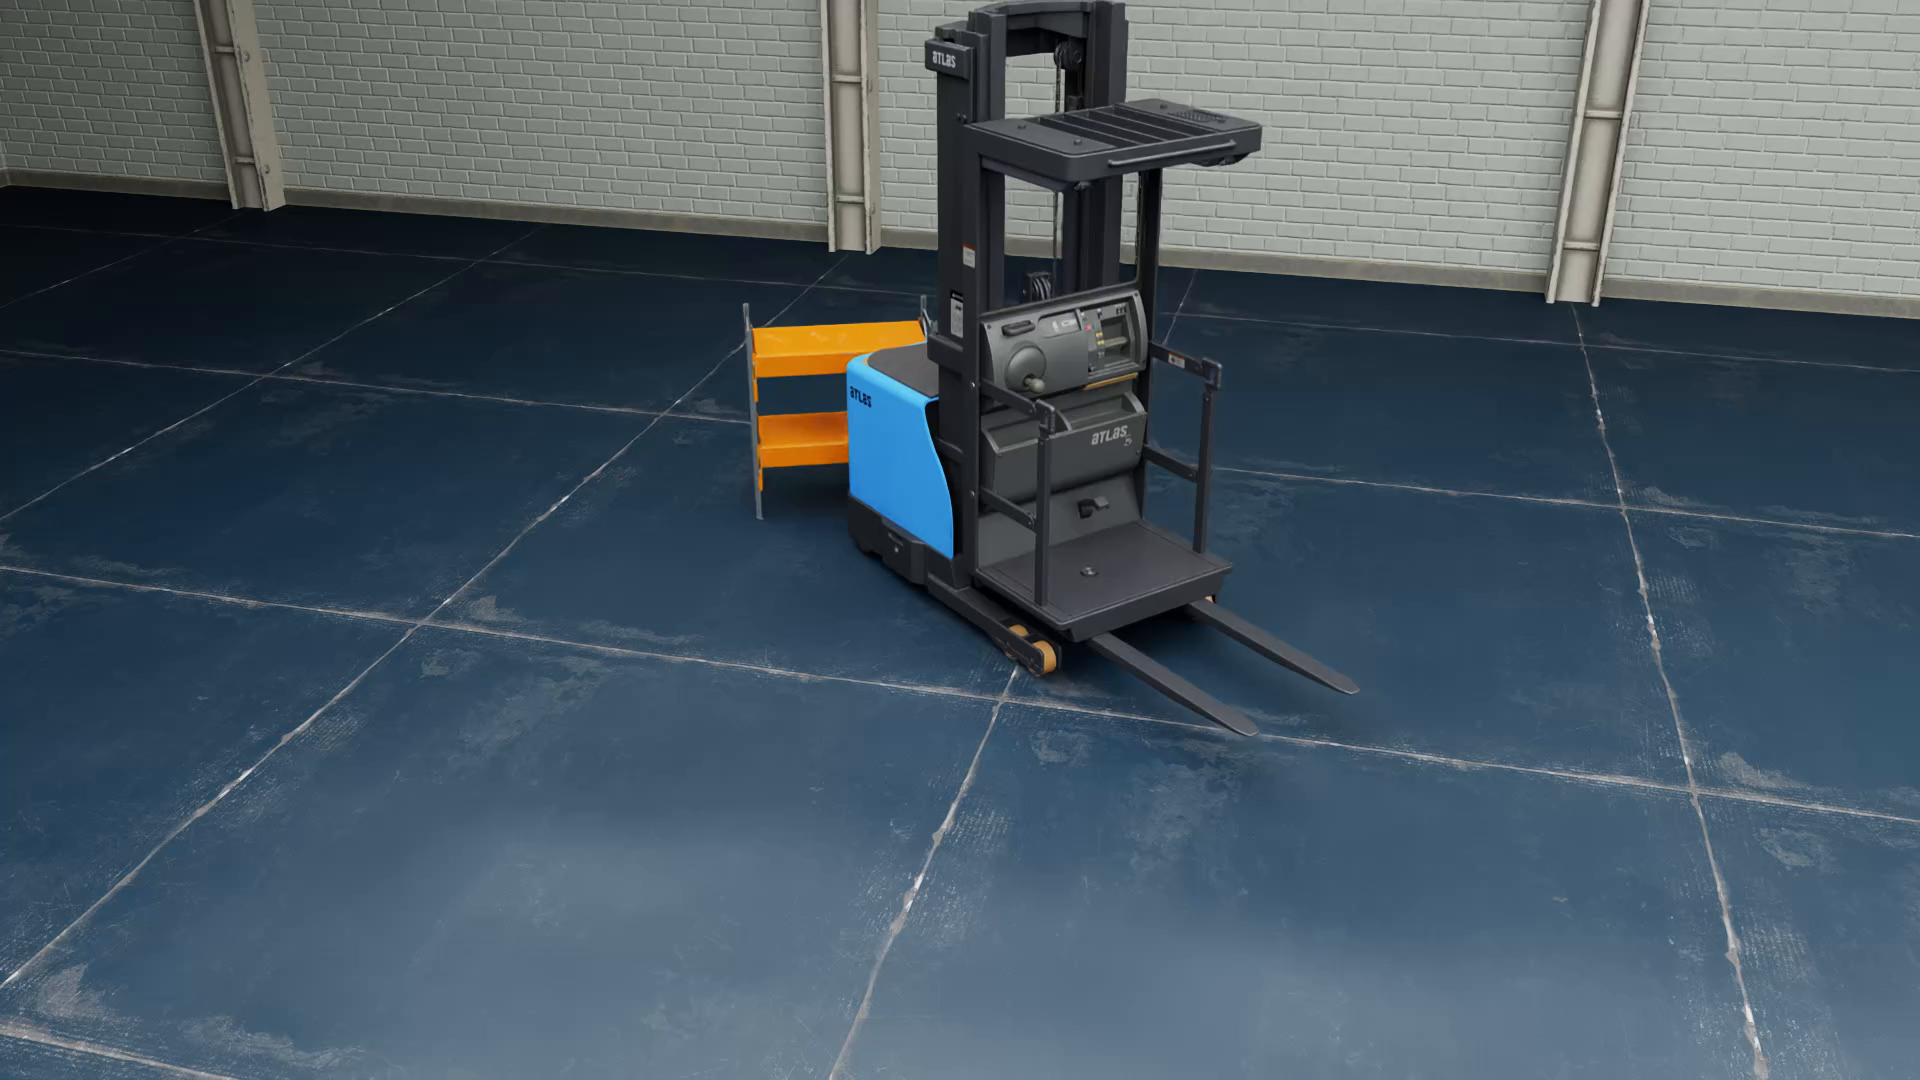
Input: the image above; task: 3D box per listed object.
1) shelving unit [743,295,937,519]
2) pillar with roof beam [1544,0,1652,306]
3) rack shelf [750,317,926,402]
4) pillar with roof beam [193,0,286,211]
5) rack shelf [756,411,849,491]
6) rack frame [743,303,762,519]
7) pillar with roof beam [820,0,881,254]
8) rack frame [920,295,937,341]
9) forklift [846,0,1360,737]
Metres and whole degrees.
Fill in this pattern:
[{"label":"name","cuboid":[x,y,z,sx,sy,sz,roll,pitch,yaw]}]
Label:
[{"label":"shelving unit","cuboid":[-0.679,-0.765,9.548,1.048,1.125,0.538,-4,26,-8]},{"label":"pillar with roof beam","cuboid":[3.816,-4.199,7.601,0.400,9.000,9.100,6,26,13]},{"label":"rack shelf","cuboid":[-0.679,-1.029,9.422,1.000,0.278,0.538,-4,26,-8]},{"label":"pillar with roof beam","cuboid":[-7.806,-5.484,10.300,0.400,9.000,9.100,6,26,13]},{"label":"rack shelf","cuboid":[-0.679,-0.544,9.653,1.000,0.278,0.538,-4,26,-8]},{"label":"rack frame","cuboid":[-1.182,-0.732,9.480,0.032,1.125,0.500,-4,26,-8]},{"label":"pillar with roof beam","cuboid":[-1.995,-4.841,8.950,0.400,9.000,9.100,6,26,13]},{"label":"rack frame","cuboid":[-0.177,-0.798,9.617,0.032,1.125,0.500,-4,26,-8]},{"label":"forklift","cuboid":[0.633,-0.912,7.756,1.130,2.935,3.031,-17,30,-31]}]
